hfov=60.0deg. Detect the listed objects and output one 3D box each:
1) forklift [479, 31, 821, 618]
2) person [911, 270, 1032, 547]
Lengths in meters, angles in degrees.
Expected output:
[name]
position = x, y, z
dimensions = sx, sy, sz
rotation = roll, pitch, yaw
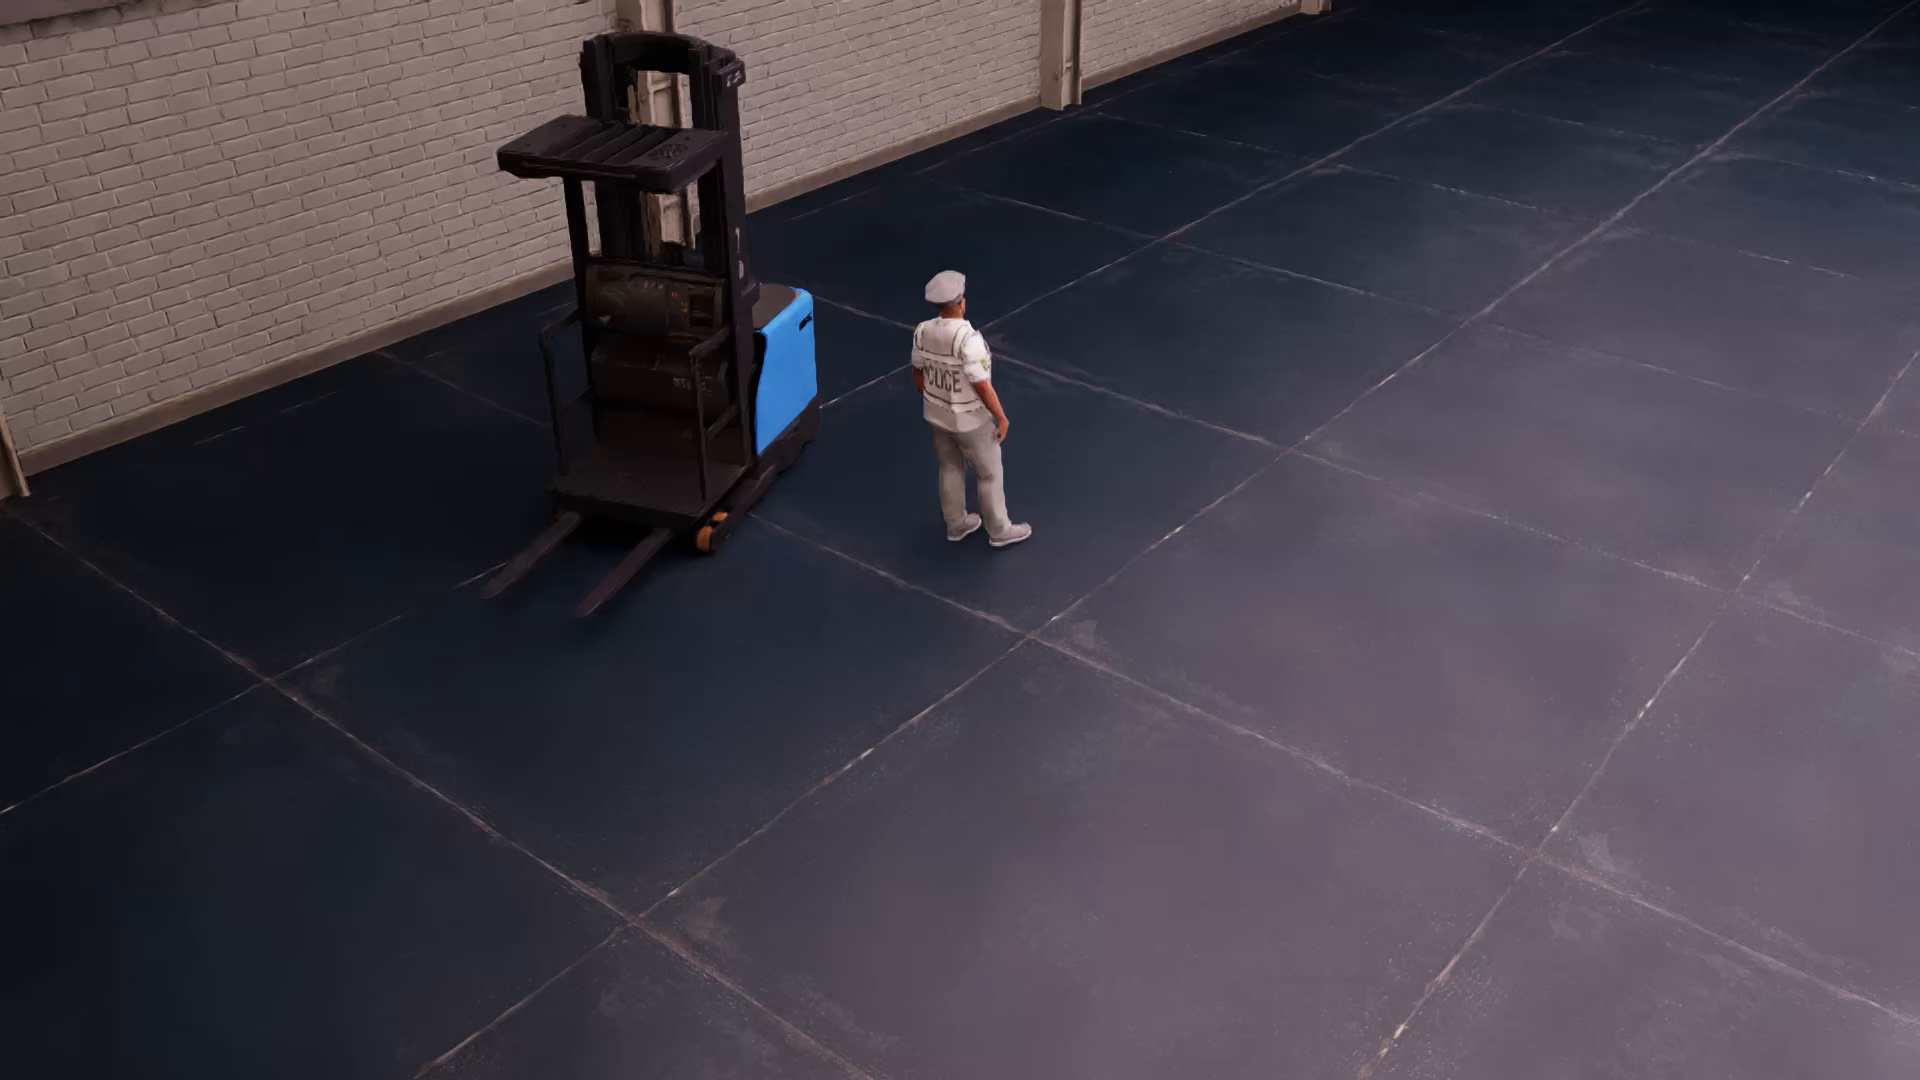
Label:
[forklift]
position = -1.944, -1.416, 10.019
dimensions = 1.130, 2.935, 3.031
rotation = 10, 32, 16
[person]
position = 0.058, -0.803, 10.092
dimensions = 0.640, 1.781, 0.575
rotation = 22, 37, 33
